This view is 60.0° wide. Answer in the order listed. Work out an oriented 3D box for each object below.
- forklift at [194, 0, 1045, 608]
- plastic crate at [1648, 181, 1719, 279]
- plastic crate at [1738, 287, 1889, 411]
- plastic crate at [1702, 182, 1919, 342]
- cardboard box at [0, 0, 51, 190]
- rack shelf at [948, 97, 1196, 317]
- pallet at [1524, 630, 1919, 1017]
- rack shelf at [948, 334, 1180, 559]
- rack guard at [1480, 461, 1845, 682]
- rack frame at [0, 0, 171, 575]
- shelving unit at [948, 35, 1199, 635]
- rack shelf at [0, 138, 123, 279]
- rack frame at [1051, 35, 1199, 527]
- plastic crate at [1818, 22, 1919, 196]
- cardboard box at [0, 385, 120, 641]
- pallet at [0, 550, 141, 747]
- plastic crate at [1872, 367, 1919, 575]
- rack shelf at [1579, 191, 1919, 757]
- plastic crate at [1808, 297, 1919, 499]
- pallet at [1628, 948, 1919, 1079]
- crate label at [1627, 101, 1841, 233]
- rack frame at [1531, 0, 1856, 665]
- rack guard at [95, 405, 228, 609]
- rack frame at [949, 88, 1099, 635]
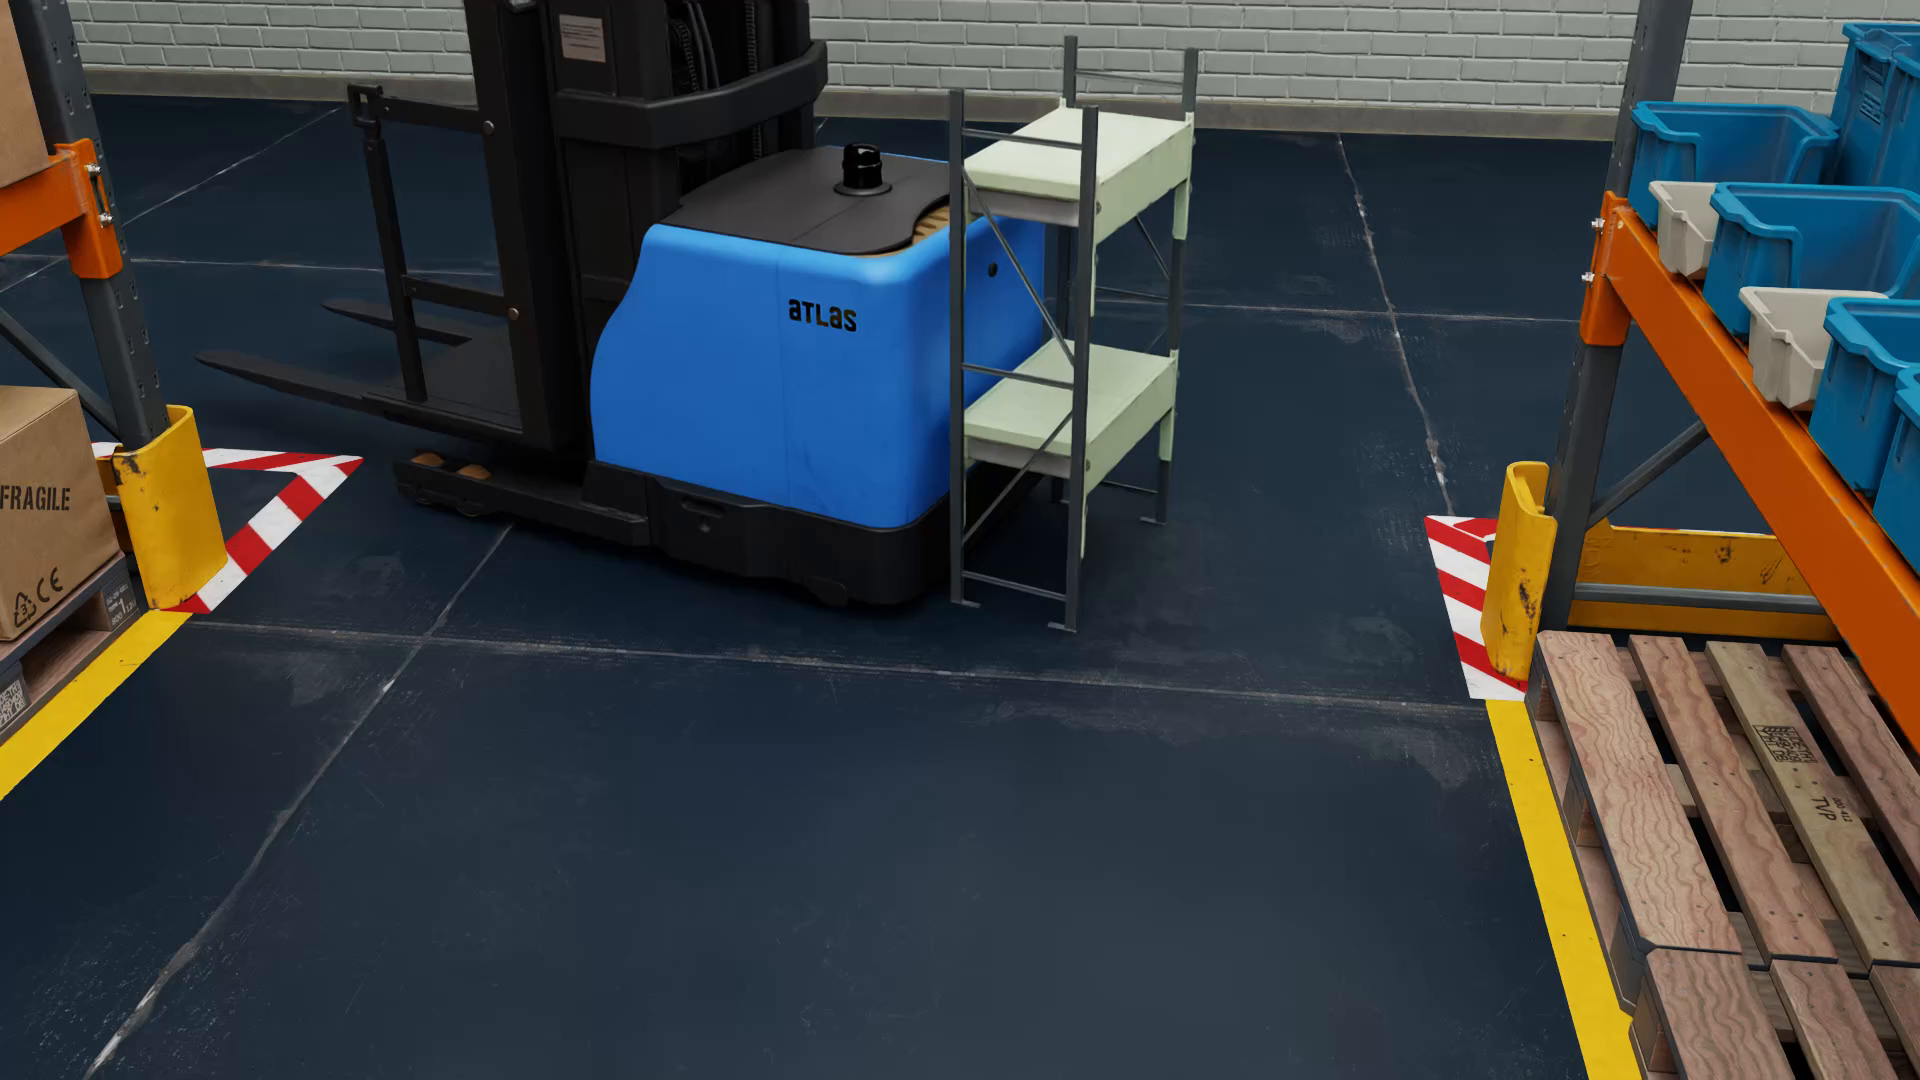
[{"bbox_3d":[-1.274,-1.572,5.078,3.031,2.935,1.130,14,31,24],"label":"forklift"},{"bbox_3d":[1.597,-0.642,3.494,0.250,0.136,0.298,3,28,6],"label":"plastic crate"},{"bbox_3d":[1.513,-0.323,2.901,0.250,0.136,0.298,3,28,6],"label":"plastic crate"},{"bbox_3d":[1.637,-0.521,3.167,0.416,0.233,0.300,3,28,6],"label":"plastic crate"},{"bbox_3d":[-2.625,-1.082,3.990,0.500,0.500,0.500,4,29,8],"label":"cardboard box"},{"bbox_3d":[0.319,-0.936,4.583,0.431,0.370,0.720,13,31,23],"label":"rack shelf"},{"bbox_3d":[1.935,0.639,3.842,1.003,0.211,1.213,3,28,6],"label":"pallet"},{"bbox_3d":[0.319,-0.305,4.923,0.431,0.370,0.720,13,31,23],"label":"rack shelf"},{"bbox_3d":[2.065,0.114,4.512,1.175,0.500,0.348,3,28,6],"label":"rack guard"},{"bbox_3d":[-2.841,-1.264,4.434,1.000,3.000,0.127,3,28,6],"label":"rack frame"},{"bbox_3d":[0.319,-0.592,4.768,0.431,1.500,0.755,13,31,23],"label":"shelving unit"},{"bbox_3d":[-3.086,-0.006,2.858,1.077,0.370,4.000,3,28,6],"label":"rack shelf"},{"bbox_3d":[0.483,-0.748,5.057,0.400,1.500,0.023,13,31,23],"label":"rack frame"},{"bbox_3d":[2.219,-0.848,3.562,0.616,0.435,0.499,3,28,6],"label":"plastic crate"},{"bbox_3d":[-2.663,-0.087,4.421,0.500,0.500,0.500,3,28,6],"label":"cardboard box"},{"bbox_3d":[-2.947,0.374,4.333,1.003,0.211,1.213,3,28,6],"label":"pallet"},{"bbox_3d":[1.520,-0.069,2.329,0.416,0.233,0.300,3,28,6],"label":"plastic crate"},{"bbox_3d":[1.830,0.283,2.320,1.077,0.370,4.000,3,28,6],"label":"rack shelf"},{"bbox_3d":[1.557,-0.211,2.592,0.416,0.233,0.300,3,28,6],"label":"plastic crate"},{"bbox_3d":[1.783,1.211,2.779,1.003,0.211,1.213,3,28,6],"label":"pallet"},{"bbox_3d":[1.718,-0.830,3.742,0.416,0.233,0.303,3,28,6],"label":"crate label"},{"bbox_3d":[2.075,-0.975,3.897,1.000,3.000,0.127,3,28,6],"label":"rack frame"},{"bbox_3d":[-2.850,-0.128,4.961,1.175,0.500,0.348,3,28,6],"label":"rack guard"},{"bbox_3d":[0.156,-0.437,4.480,0.400,1.500,0.023,13,31,23],"label":"rack frame"}]
